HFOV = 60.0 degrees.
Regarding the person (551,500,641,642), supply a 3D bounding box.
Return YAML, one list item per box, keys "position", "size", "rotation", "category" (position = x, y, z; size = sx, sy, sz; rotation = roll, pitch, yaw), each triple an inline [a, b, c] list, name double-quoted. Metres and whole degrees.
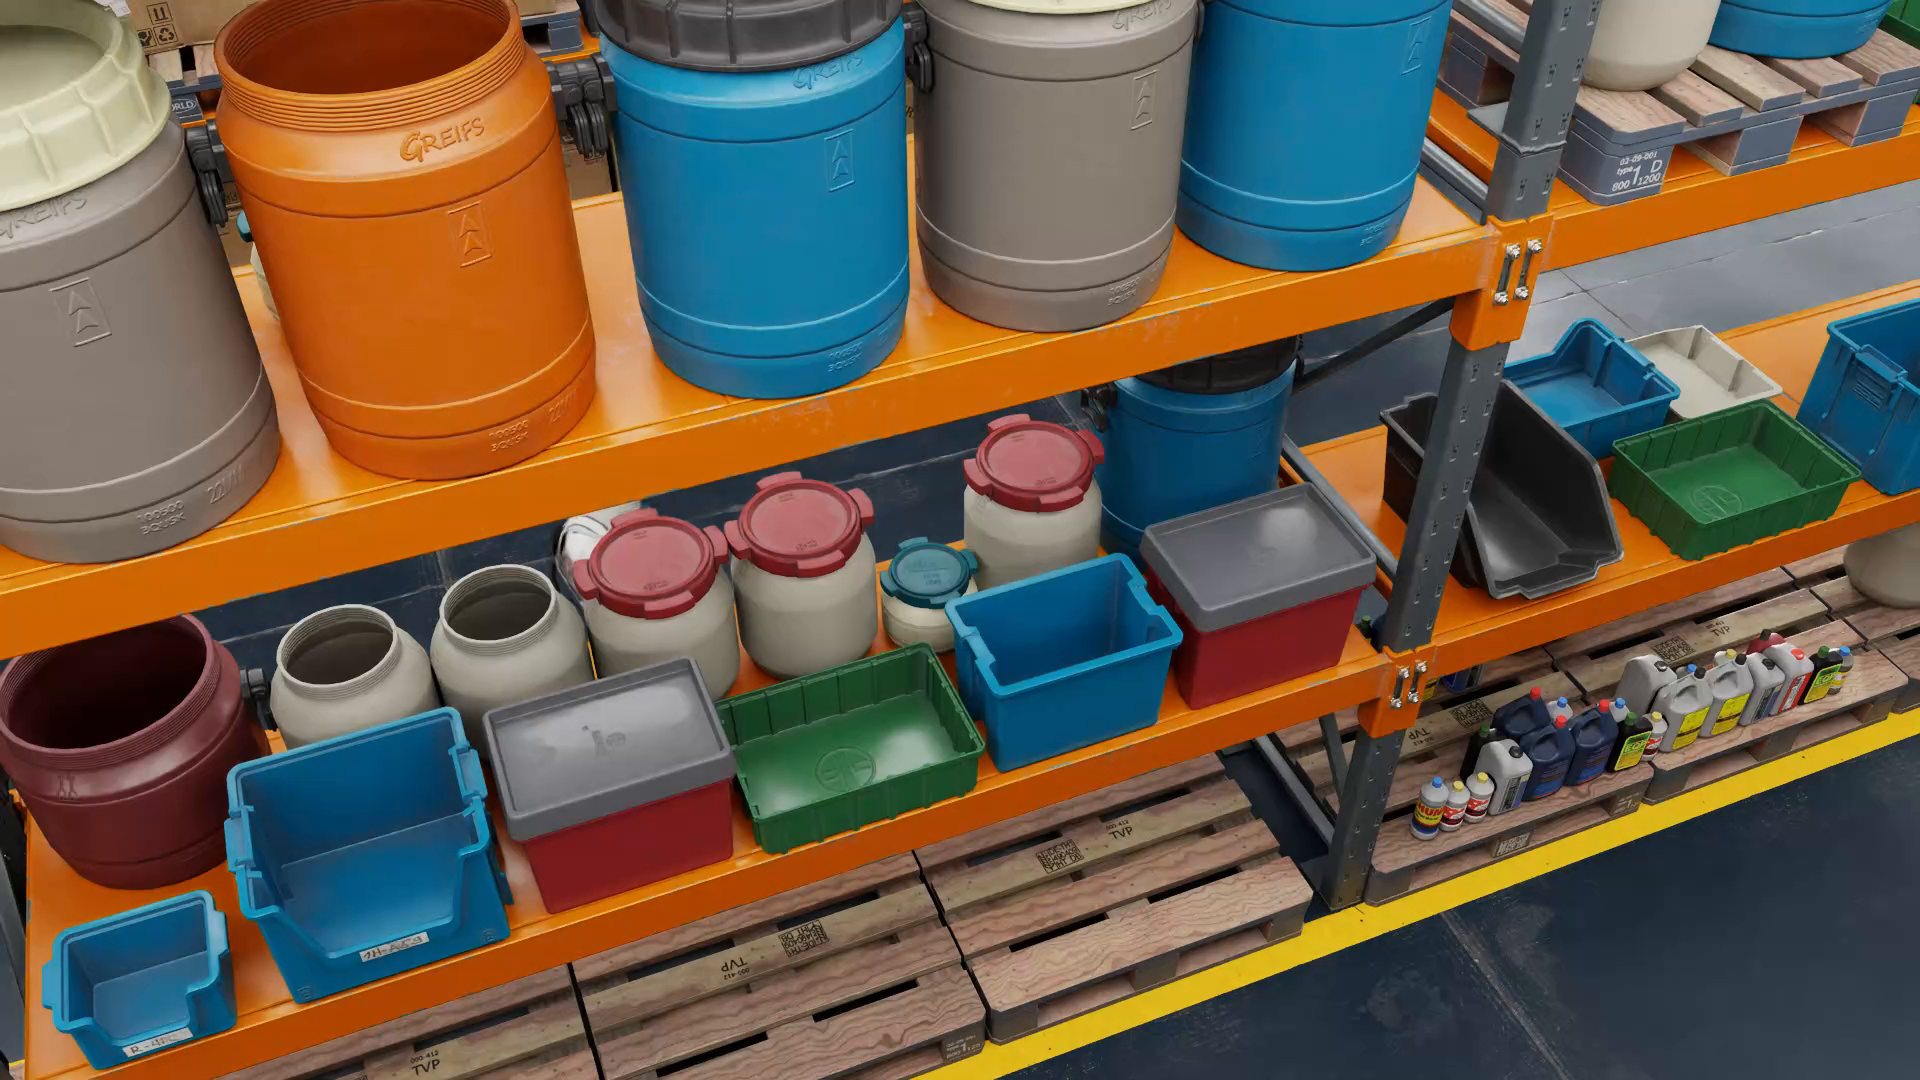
- position: [-1.170, 0.292, 5.869]
  size: [0.614, 1.651, 0.608]
  rotation: [12, 43, 13]
  category: "person"
